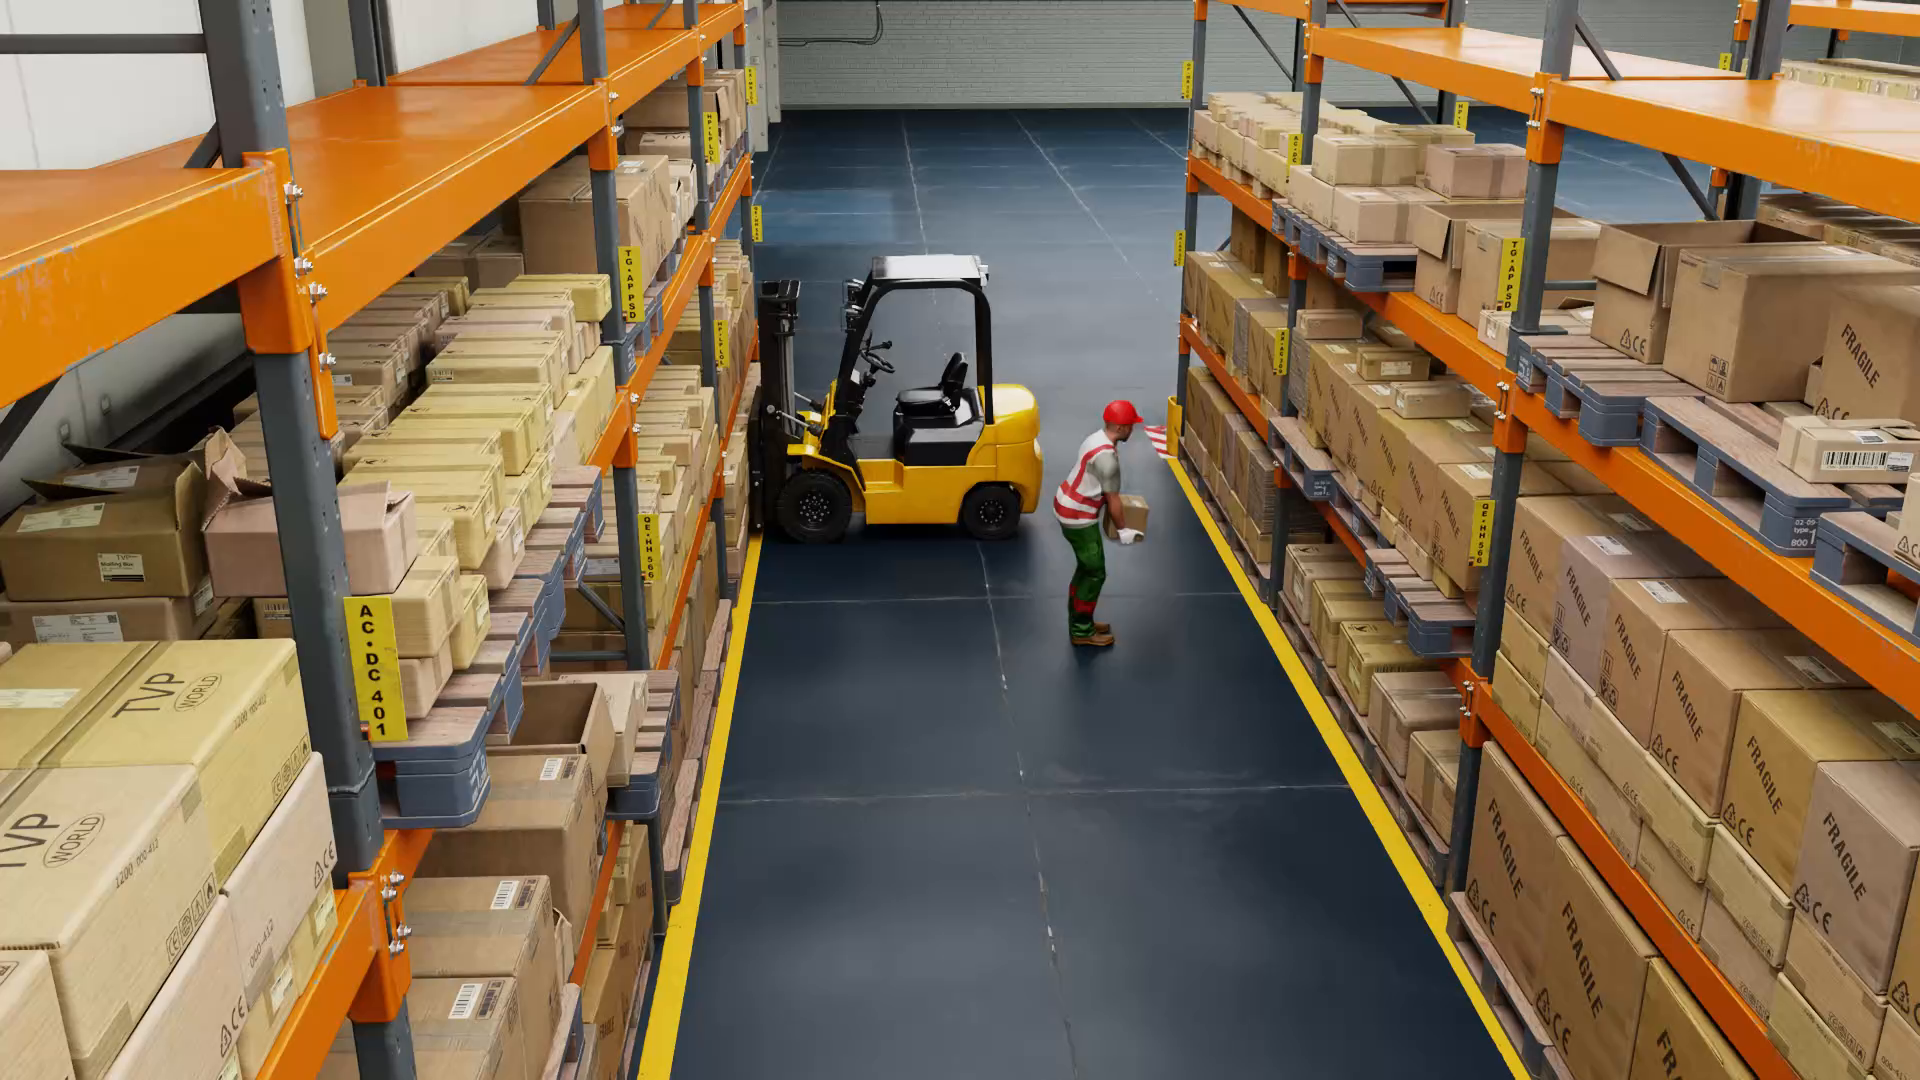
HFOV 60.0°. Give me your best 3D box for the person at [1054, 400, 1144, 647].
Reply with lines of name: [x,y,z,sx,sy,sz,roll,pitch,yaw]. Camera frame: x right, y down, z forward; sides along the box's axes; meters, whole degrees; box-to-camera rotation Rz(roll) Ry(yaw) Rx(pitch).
person: [0.949,-0.126,11.474,0.603,1.725,0.481,-1,20,-4]
